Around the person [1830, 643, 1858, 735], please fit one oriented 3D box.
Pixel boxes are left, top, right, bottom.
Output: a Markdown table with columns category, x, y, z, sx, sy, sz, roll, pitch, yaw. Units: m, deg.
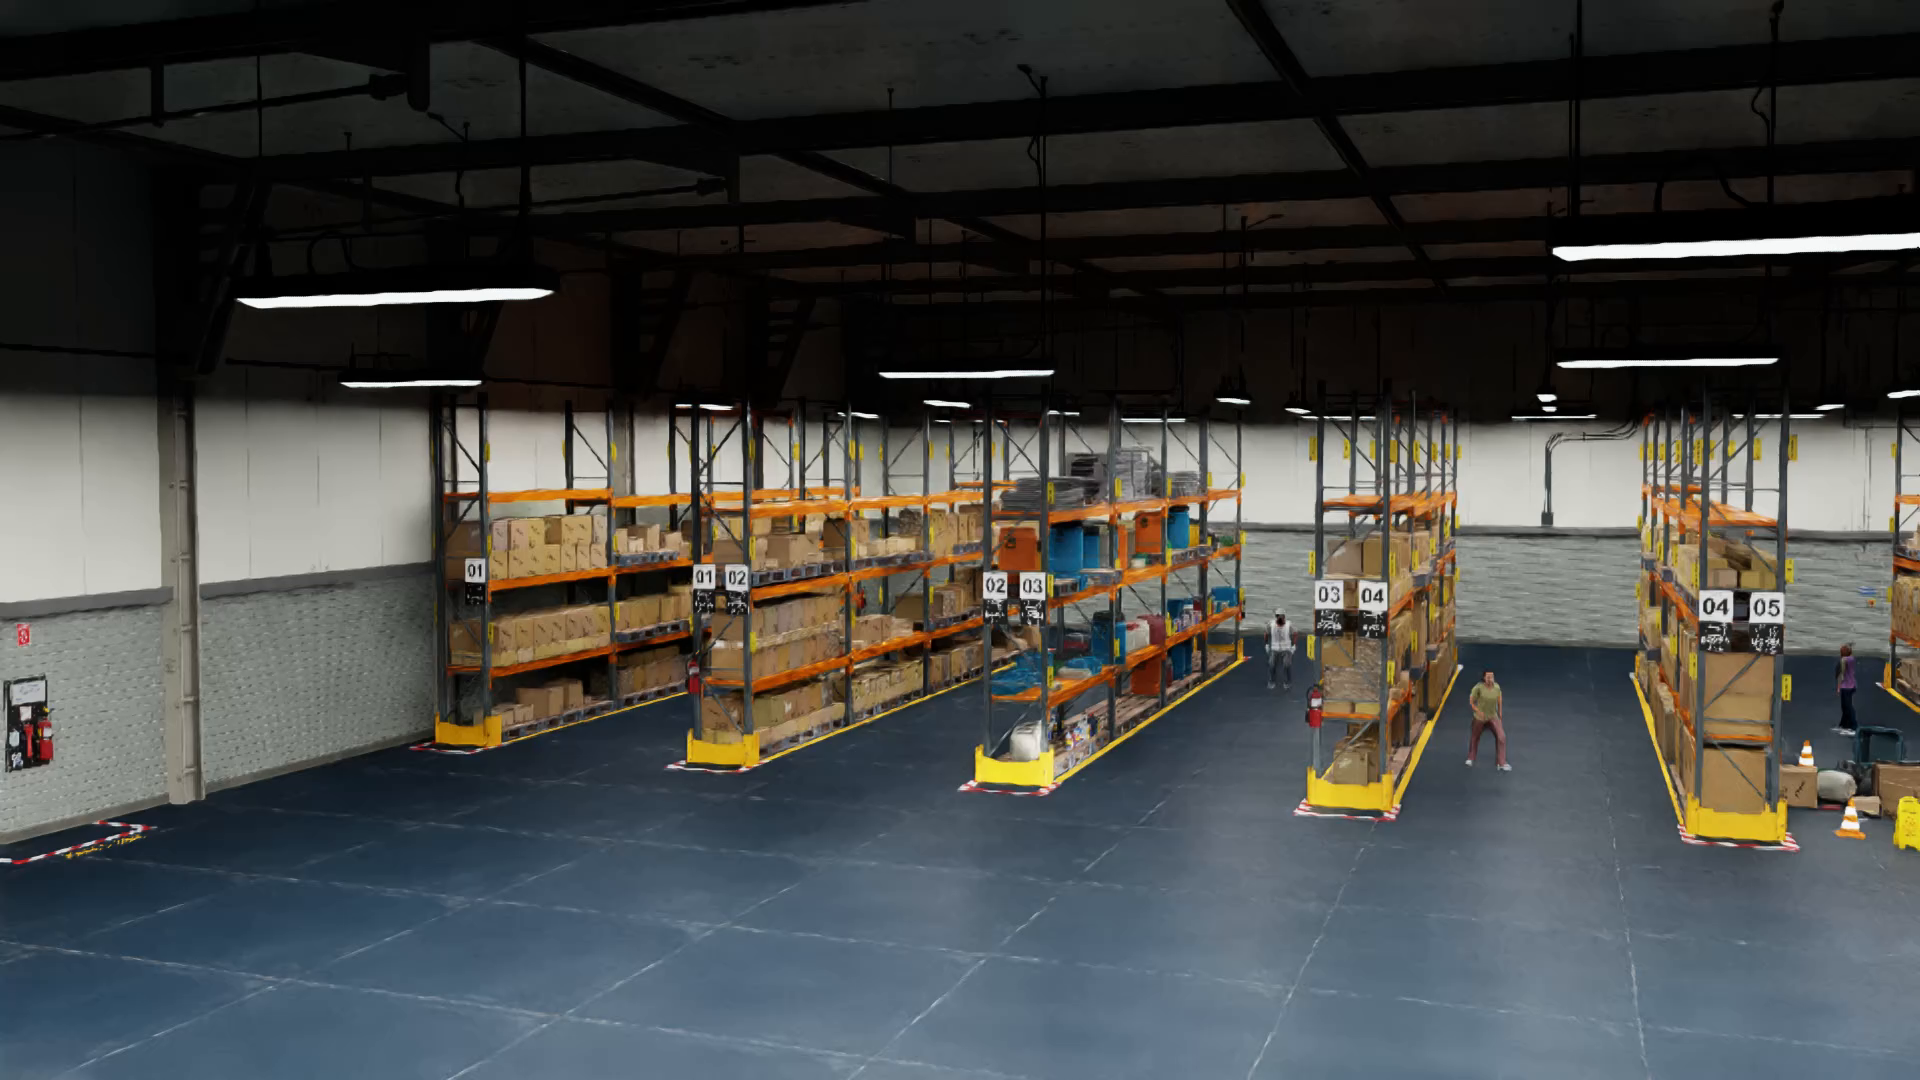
| category | x | y | z | sx | sy | sz | roll | pitch | yaw |
| --- | --- | --- | --- | --- | --- | --- | --- | --- | --- |
| person | 15.661 | 2.625 | 29.429 | 0.511 | 1.592 | 0.521 | -3 | 4 | -42 |

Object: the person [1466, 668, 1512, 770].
| category | x | y | z | sx | sy | sz | roll | pitch | yaw |
| --- | --- | --- | --- | --- | --- | --- | --- | --- | --- |
| person | 8.311 | 2.792 | 26.234 | 0.621 | 1.599 | 0.817 | 0 | 3 | 3 |

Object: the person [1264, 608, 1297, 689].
| category | x | y | z | sx | sy | sz | roll | pitch | yaw |
| --- | --- | --- | --- | --- | --- | --- | --- | --- | --- |
| person | 6.720 | 2.285 | 34.895 | 0.702 | 1.735 | 0.549 | 1 | 3 | 18 |
